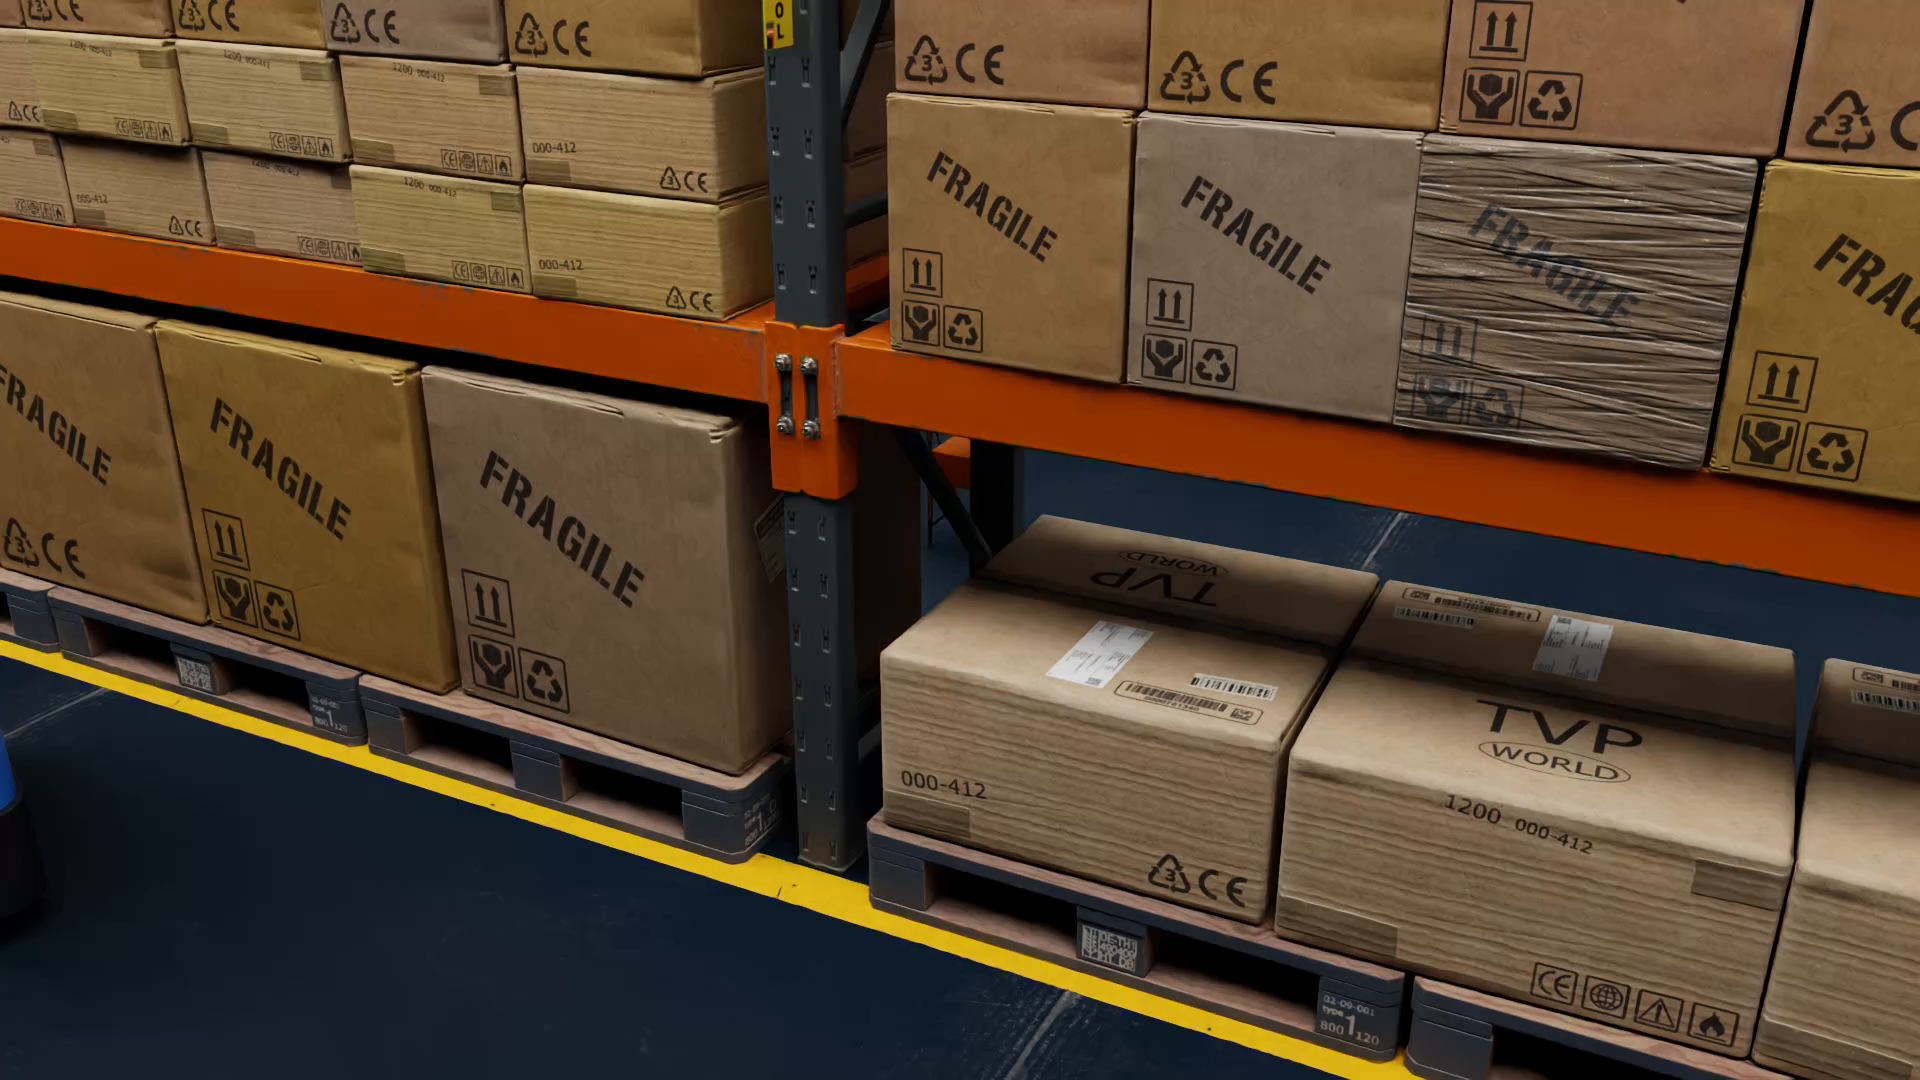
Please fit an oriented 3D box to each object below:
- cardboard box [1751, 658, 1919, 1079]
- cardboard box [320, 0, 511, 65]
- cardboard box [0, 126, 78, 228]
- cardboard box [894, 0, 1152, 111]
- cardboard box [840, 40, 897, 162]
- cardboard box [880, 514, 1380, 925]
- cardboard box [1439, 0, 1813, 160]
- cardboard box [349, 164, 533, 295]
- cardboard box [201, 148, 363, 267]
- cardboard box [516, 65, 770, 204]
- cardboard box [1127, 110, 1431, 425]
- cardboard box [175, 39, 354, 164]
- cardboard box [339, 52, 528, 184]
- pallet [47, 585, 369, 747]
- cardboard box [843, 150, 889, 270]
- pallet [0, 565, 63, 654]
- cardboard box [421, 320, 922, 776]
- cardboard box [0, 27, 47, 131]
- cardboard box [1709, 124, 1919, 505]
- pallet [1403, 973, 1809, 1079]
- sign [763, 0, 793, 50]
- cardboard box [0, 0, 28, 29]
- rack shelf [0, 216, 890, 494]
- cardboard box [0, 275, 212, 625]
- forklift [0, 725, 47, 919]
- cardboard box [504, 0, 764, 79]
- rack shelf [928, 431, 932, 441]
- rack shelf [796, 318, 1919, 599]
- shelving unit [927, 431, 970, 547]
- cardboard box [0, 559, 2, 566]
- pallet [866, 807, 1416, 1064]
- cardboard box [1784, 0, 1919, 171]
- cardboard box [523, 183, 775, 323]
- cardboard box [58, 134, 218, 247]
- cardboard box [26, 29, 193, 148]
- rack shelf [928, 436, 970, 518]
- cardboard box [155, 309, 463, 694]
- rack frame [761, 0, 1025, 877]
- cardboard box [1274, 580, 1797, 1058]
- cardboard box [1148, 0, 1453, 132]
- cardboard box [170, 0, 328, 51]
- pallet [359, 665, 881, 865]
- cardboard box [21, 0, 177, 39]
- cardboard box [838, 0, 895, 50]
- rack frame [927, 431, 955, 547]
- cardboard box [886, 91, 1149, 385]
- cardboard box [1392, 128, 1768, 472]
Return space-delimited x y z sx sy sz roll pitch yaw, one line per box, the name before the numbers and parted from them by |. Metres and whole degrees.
cardboard box | 2.011 0.675 3.067 0.875 0.438 0.875 12 26 26
cardboard box | -1.081 -1.363 3.717 0.500 0.500 0.500 12 26 26
cardboard box | -2.418 -1.061 4.603 0.500 0.250 0.500 12 26 26
cardboard box | 0.212 -1.114 3.132 0.500 0.500 0.500 11 26 25
cardboard box | -0.369 -1.114 4.089 0.500 0.250 0.500 10 25 23
cardboard box | 0.408 0.357 3.814 0.875 0.438 0.875 11 25 24
cardboard box | 1.112 -0.928 2.695 0.500 0.500 0.500 12 26 26
cardboard box | -1.072 -0.789 3.965 0.500 0.250 0.500 11 25 24
cardboard box | -1.513 -0.885 4.190 0.500 0.250 0.500 10 25 23
cardboard box | -0.607 -0.931 3.659 0.500 0.250 0.500 11 25 24
cardboard box | 0.644 -0.558 3.102 0.500 0.500 0.500 11 26 25
cardboard box | -1.521 -1.106 4.070 0.500 0.250 0.500 12 26 26
cardboard box | -1.056 -1.016 3.860 0.500 0.250 0.500 12 26 26
pallet | -1.919 0.182 5.053 1.213 0.211 1.003 11 25 25
cardboard box | -0.377 -0.878 4.173 0.500 0.250 0.500 11 25 23
pallet | -3.004 -0.034 5.561 1.213 0.211 1.003 11 25 25
cardboard box | -0.693 -0.074 4.269 0.875 0.875 0.875 12 26 26
cardboard box | -2.433 -1.284 4.490 0.500 0.250 0.500 11 25 24
cardboard box | 1.545 -0.377 2.676 0.500 0.500 0.500 12 26 26
pallet | 1.632 0.883 3.404 1.213 0.211 1.003 11 25 25
sign | -0.340 -1.082 3.083 0.005 0.325 0.100 11 25 25
cardboard box | -2.442 -1.636 4.358 0.500 0.500 0.500 12 26 26
rack shelf | -1.889 -0.799 4.715 4.000 0.370 1.077 11 25 25
cardboard box | -2.300 -0.389 5.009 0.875 0.875 0.875 12 26 25
forklift | -3.521 -0.282 2.667 3.031 2.935 1.130 -17 28 -34
cardboard box | -0.616 -1.274 3.508 0.500 0.500 0.500 12 26 26
rack shelf | 0.048 -0.464 5.526 0.240 0.259 0.215 11 25 25
rack shelf | 1.681 -0.093 3.054 4.000 0.370 1.077 11 25 25
shelving unit | 0.048 -0.474 5.522 0.252 1.050 0.215 11 25 25
cardboard box | -3.095 -0.548 5.383 0.875 0.875 0.875 11 25 24
pallet | 0.540 0.668 3.909 1.213 0.211 1.003 11 25 25
cardboard box | 1.561 -0.839 2.484 0.500 0.500 0.500 11 25 24
cardboard box | -0.618 -0.699 3.752 0.500 0.250 0.500 11 25 23
cardboard box | -1.976 -0.975 4.401 0.500 0.250 0.500 11 25 25
cardboard box | -1.986 -1.190 4.269 0.500 0.250 0.500 12 26 25
rack shelf | 0.048 -0.208 5.635 0.240 0.259 0.215 11 25 25
cardboard box | -1.503 -0.231 4.638 0.875 0.875 0.875 12 26 26
rack frame | -0.104 -0.777 3.744 0.127 3.000 1.000 11 25 25
cardboard box | 1.207 0.515 3.443 0.875 0.438 0.875 10 25 23
cardboard box | 0.660 -1.023 2.917 0.500 0.500 0.500 11 25 24
cardboard box | -1.524 -1.459 3.943 0.500 0.500 0.500 12 26 26
pallet | -0.826 0.397 4.548 1.213 0.211 1.003 11 25 25
cardboard box | -1.993 -1.545 4.146 0.500 0.500 0.500 12 26 25
cardboard box | -0.367 -1.461 3.947 0.500 0.500 0.500 12 26 25
rack frame | -0.061 -0.495 5.573 0.008 1.050 0.200 11 25 25
cardboard box | 0.197 -0.648 3.314 0.500 0.500 0.500 12 26 26
cardboard box | 1.085 -0.468 2.890 0.500 0.500 0.500 11 26 25
